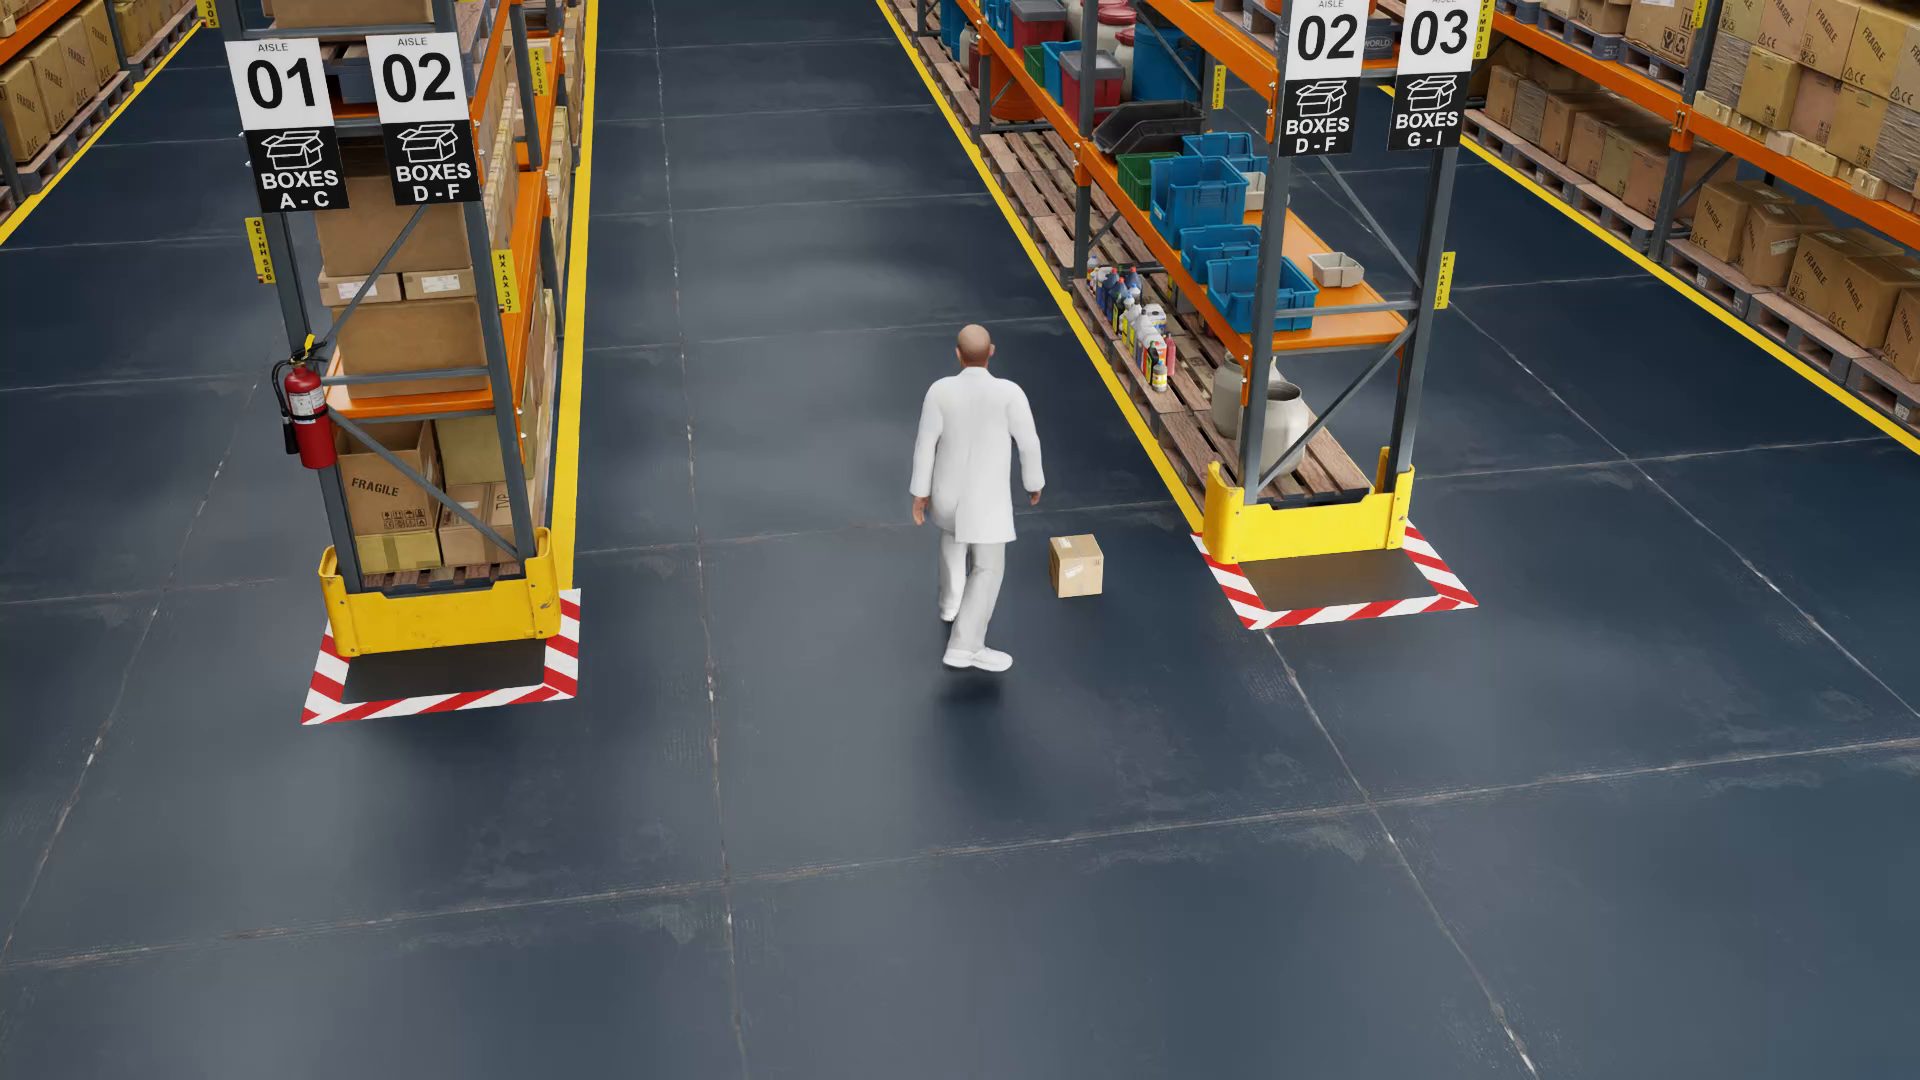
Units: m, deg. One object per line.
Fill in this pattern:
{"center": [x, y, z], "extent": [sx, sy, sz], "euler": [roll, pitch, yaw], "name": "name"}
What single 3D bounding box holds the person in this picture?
{"center": [0.050, -0.212, 8.555], "extent": [0.661, 1.718, 0.962], "euler": [10, 32, 17], "name": "person"}
